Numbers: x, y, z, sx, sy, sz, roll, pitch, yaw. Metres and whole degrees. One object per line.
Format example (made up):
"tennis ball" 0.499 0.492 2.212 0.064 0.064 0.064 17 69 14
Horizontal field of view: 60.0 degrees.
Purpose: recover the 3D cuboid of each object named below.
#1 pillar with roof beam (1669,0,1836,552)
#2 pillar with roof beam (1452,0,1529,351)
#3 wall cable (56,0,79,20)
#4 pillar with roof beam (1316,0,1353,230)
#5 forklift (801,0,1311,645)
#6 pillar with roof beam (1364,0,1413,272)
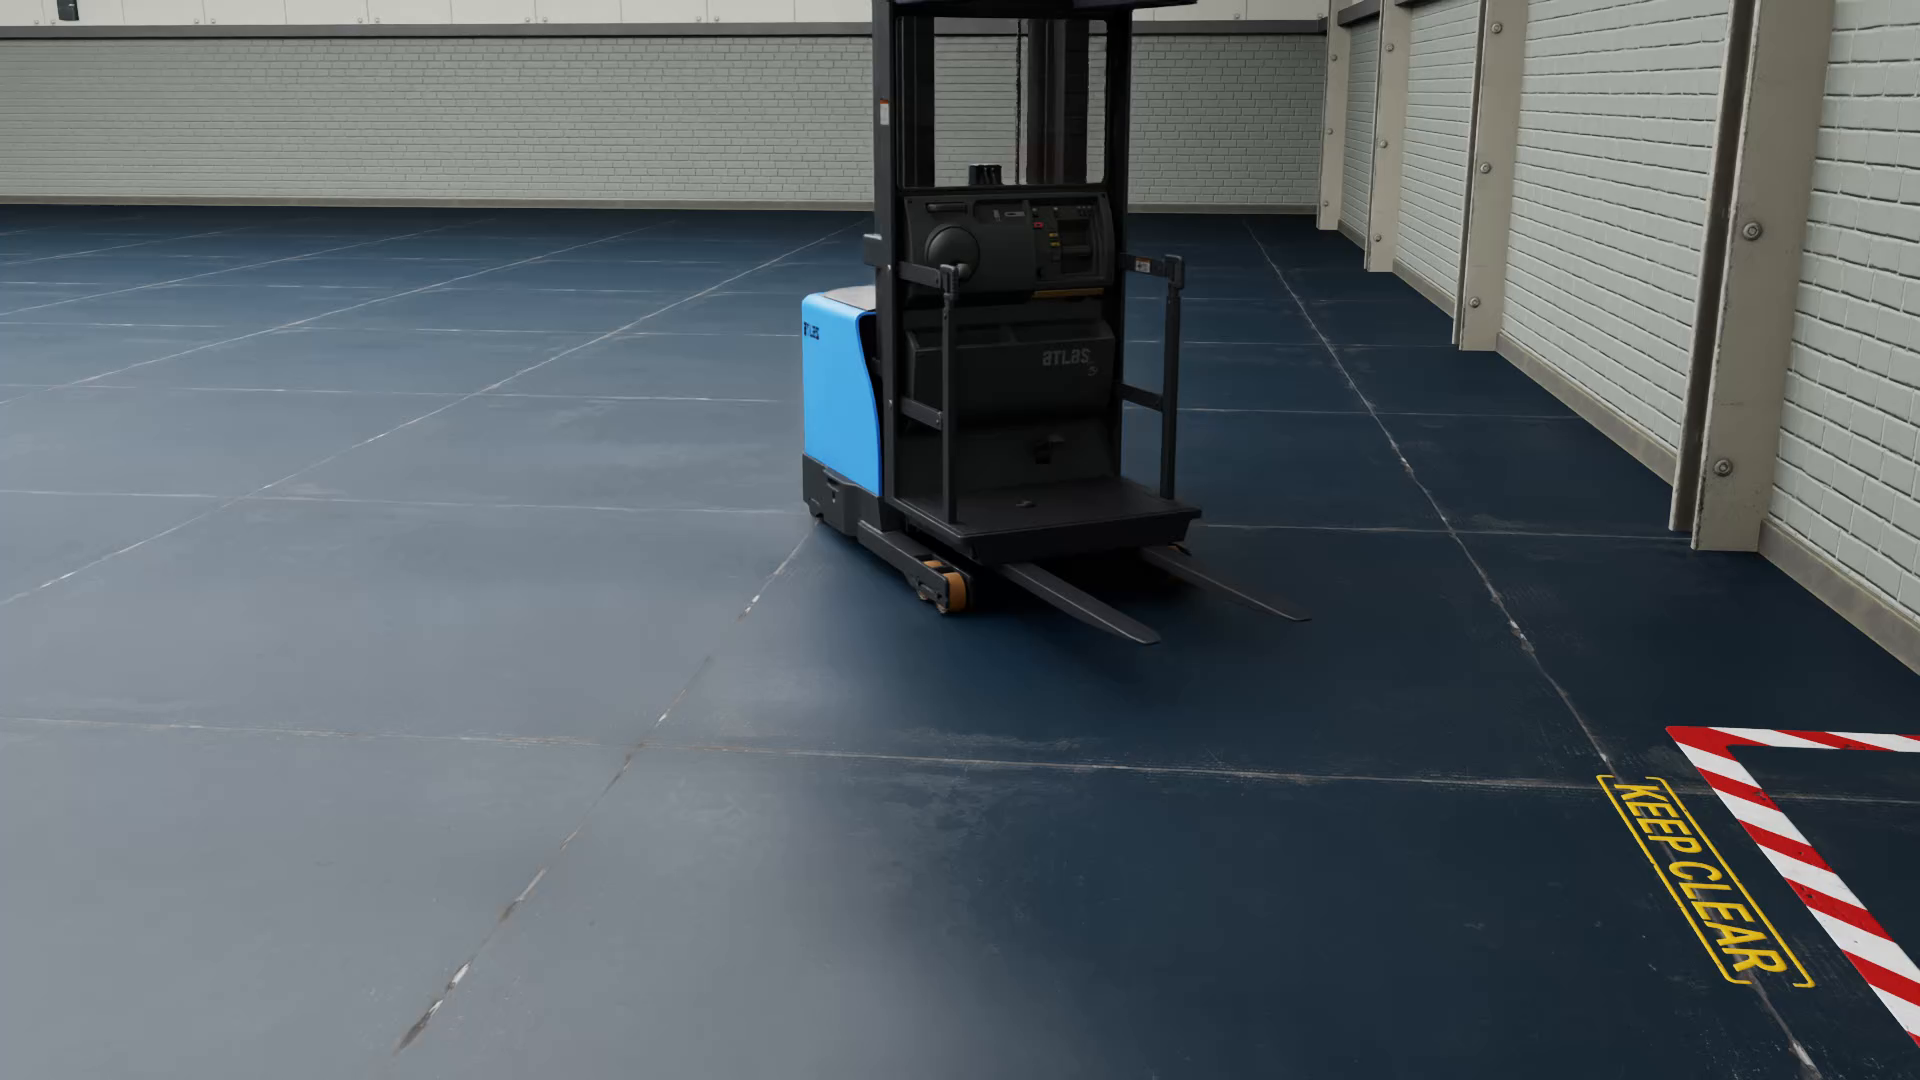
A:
"pillar with roof beam" -0.790 -4.474 6.968 9.100 9.000 0.400 2 15 6
"pillar with roof beam" -0.113 -6.030 12.723 9.100 9.000 0.400 2 15 6
"wall cable" -14.703 -12.027 28.384 2.305 6.003 0.169 2 15 6
"pillar with roof beam" 1.241 -9.142 24.233 9.100 9.000 0.400 2 15 6
"forklift" 0.301 -1.250 6.671 1.130 2.935 3.031 -7 17 -23
"pillar with roof beam" 0.564 -7.586 18.478 9.100 9.000 0.400 2 15 6
